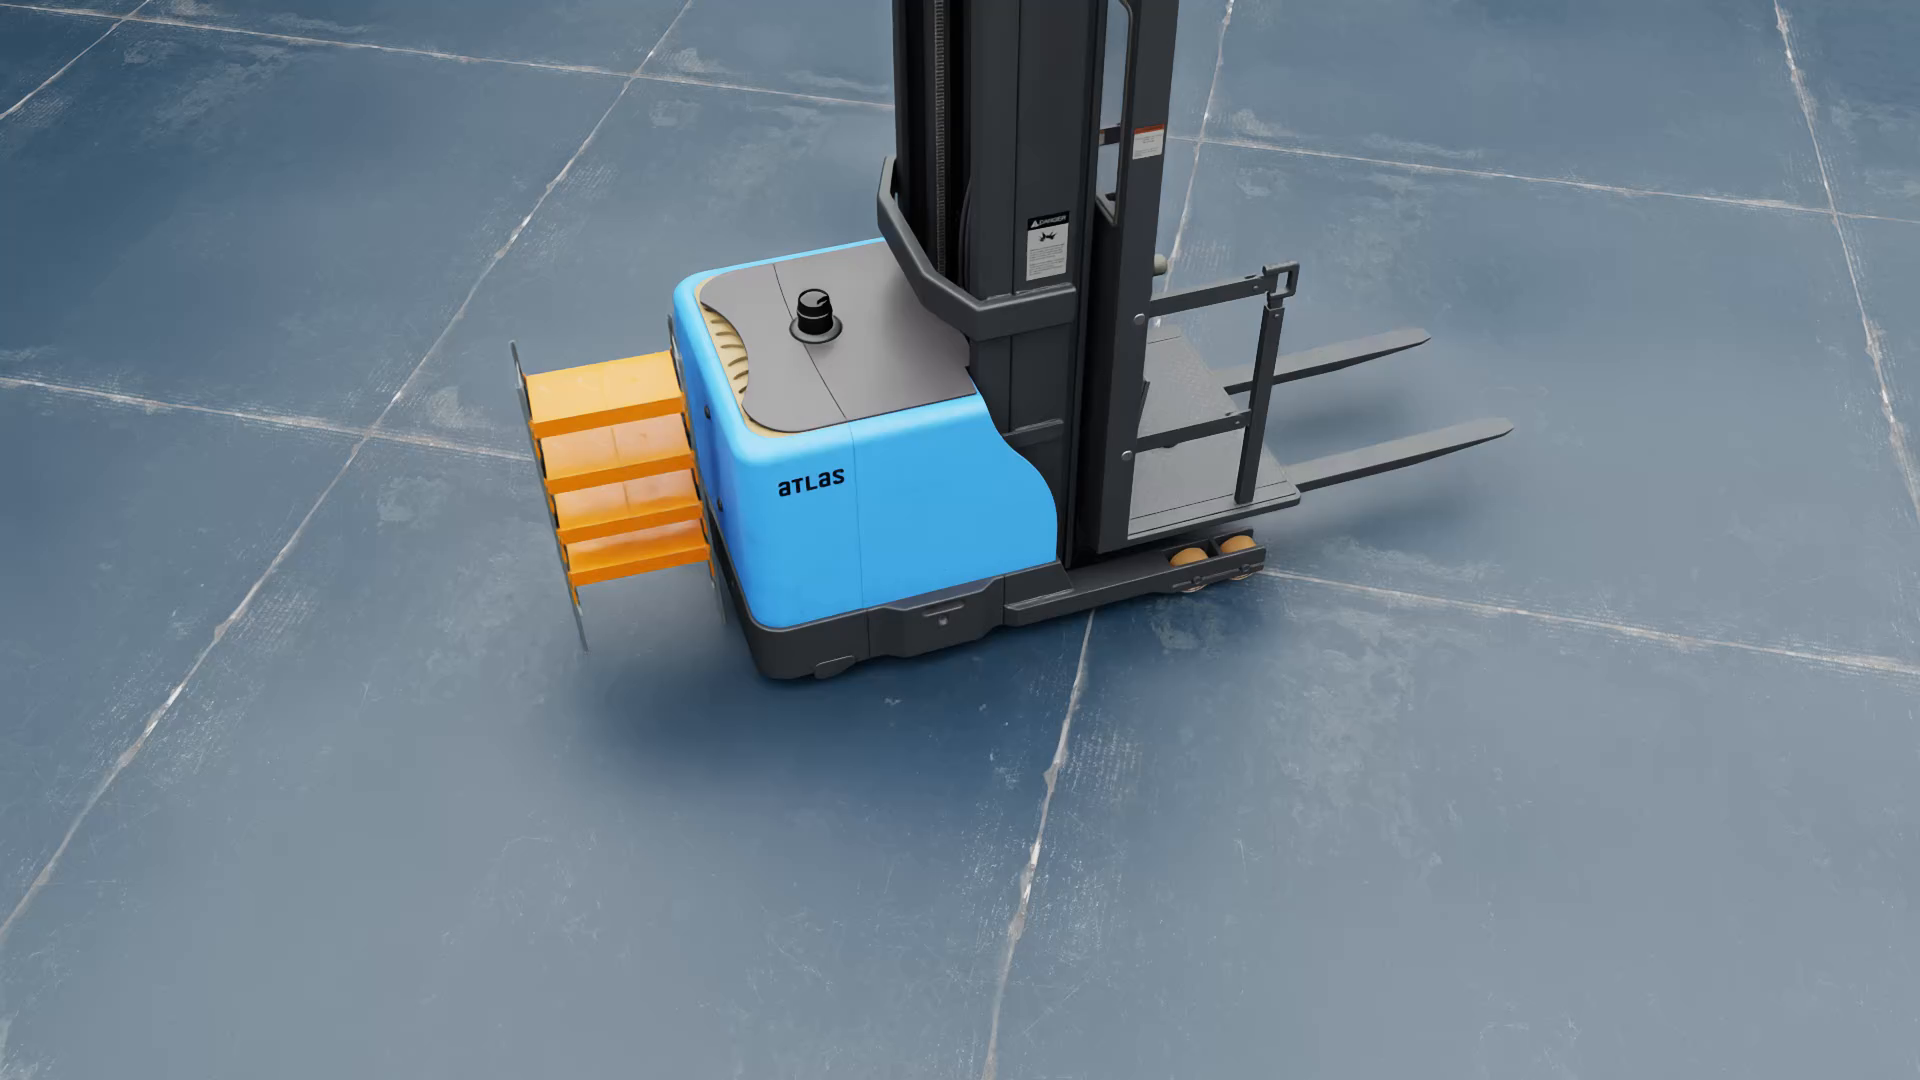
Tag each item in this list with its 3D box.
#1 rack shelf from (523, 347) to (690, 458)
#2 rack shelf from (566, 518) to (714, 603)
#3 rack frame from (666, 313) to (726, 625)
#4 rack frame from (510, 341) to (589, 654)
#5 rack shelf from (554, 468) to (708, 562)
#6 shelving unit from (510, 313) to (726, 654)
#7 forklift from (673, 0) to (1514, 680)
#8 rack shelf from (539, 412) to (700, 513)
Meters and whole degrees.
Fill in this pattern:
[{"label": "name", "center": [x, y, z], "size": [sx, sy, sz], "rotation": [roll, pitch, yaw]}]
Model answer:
[{"label": "rack shelf", "center": [-1.121, -0.438, 5.267], "size": [0.480, 0.148, 0.258], "rotation": [-12, 45, -11]}, {"label": "rack shelf", "center": [-1.112, 0.032, 5.728], "size": [0.480, 0.148, 0.258], "rotation": [-12, 45, -11]}, {"label": "rack frame", "center": [-0.881, -0.206, 5.587], "size": [0.015, 1.200, 0.240], "rotation": [-12, 45, -11]}, {"label": "rack frame", "center": [-1.350, -0.109, 5.497], "size": [0.015, 1.200, 0.240], "rotation": [-12, 45, -11]}, {"label": "rack shelf", "center": [-1.115, -0.109, 5.589], "size": [0.480, 0.148, 0.258], "rotation": [-12, 45, -11]}, {"label": "shelving unit", "center": [-1.116, -0.157, 5.542], "size": [0.503, 1.200, 0.258], "rotation": [-12, 45, -11]}, {"label": "forklift", "center": [0.589, -1.198, 5.382], "size": [3.031, 2.935, 1.130], "rotation": [-14, 46, -14]}, {"label": "rack shelf", "center": [-1.118, -0.269, 5.433], "size": [0.480, 0.148, 0.258], "rotation": [-12, 45, -11]}]
